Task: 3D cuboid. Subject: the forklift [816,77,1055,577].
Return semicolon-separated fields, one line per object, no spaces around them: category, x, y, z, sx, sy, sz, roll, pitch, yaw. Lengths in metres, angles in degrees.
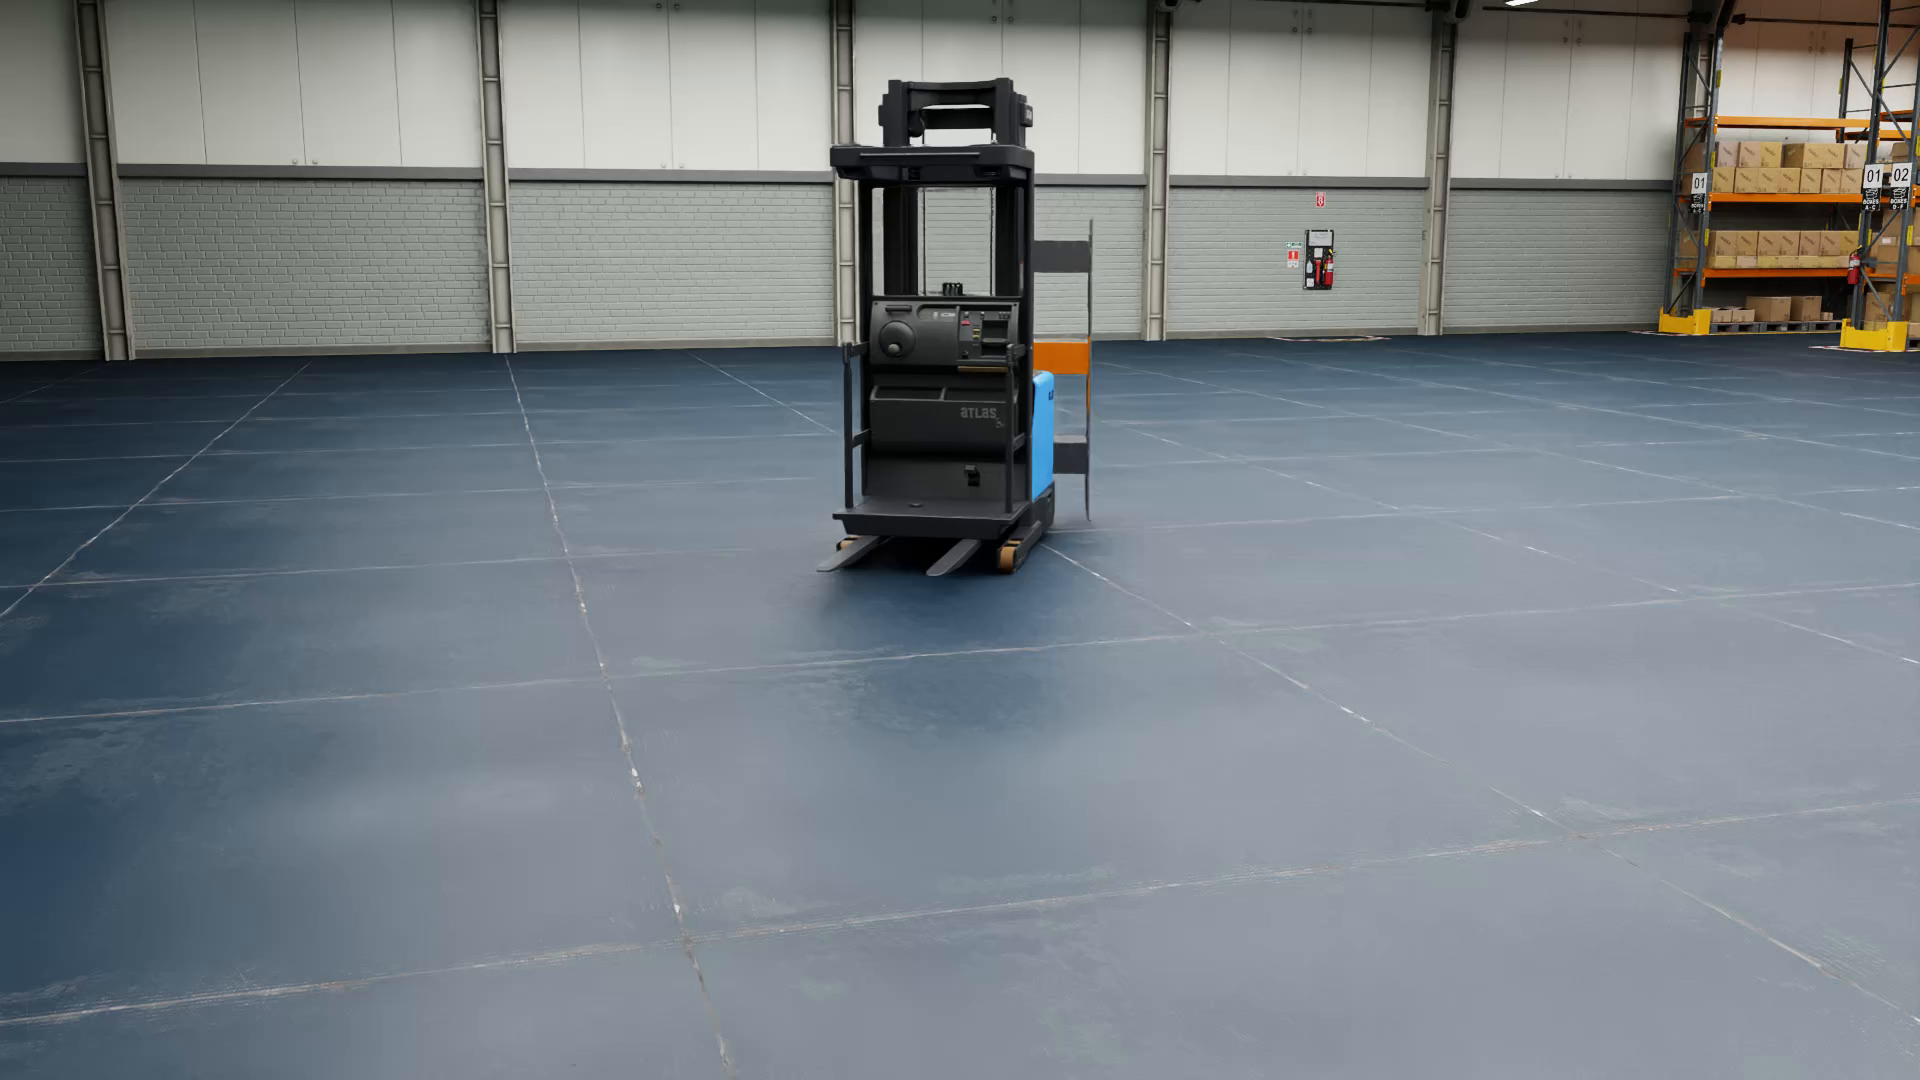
forklift;-0.138;-1.314;10.087;1.130;2.935;3.031;2;11;11

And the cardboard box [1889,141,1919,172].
cardboard box;16.733;-6.697;29.021;0.637;0.503;0.797;-2;11;-12

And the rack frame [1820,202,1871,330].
rack frame;18.632;-5.930;34.975;0.127;3.000;1.000;-3;11;-16

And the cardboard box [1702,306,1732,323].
cardboard box;15.481;-4.641;34.184;0.500;0.311;0.500;-4;11;-22

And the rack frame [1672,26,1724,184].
rack frame;14.792;-8.678;33.333;0.127;3.000;1.000;-3;11;-16

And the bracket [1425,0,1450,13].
bracket;9.162;-10.248;31.917;0.430;0.232;0.235;-3;11;-16

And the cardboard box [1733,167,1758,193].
cardboard box;15.708;-7.257;33.563;0.500;0.500;0.500;-2;11;-12

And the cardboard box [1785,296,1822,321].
cardboard box;17.647;-4.858;34.839;0.500;0.500;0.500;-4;11;-20

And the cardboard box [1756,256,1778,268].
cardboard box;16.334;-5.687;34.012;0.500;0.250;0.500;-3;11;-17

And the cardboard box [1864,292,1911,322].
cardboard box;16.611;-4.169;29.770;0.500;0.500;0.500;-3;11;-16

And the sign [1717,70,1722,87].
sign;14.943;-9.082;32.728;0.005;0.325;0.100;-3;11;-16

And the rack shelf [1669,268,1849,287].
rack shelf;16.712;-5.475;34.491;4.000;0.370;1.077;-3;11;-16

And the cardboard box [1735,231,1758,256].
cardboard box;15.811;-6.028;33.793;0.500;0.500;0.500;-3;11;-16

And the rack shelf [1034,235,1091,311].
rack shelf;0.674;-1.882;11.676;0.480;0.518;0.431;1;10;3

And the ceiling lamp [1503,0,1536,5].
ceiling lamp;9.430;-10.494;27.074;0.800;3.185;2.000;-3;11;-16

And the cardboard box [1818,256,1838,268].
cardboard box;17.781;-5.766;34.441;0.500;0.250;0.500;-3;11;-16

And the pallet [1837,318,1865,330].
pallet;19.379;-4.599;35.443;1.213;0.211;1.003;-3;11;-16

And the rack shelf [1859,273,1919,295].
rack shelf;18.100;-4.614;29.814;4.000;0.370;1.077;-3;11;-16

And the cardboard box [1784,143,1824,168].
cardboard box;17.205;-7.826;33.894;0.500;0.500;0.500;-3;11;-18

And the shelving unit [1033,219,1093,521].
shelving unit;0.674;-1.206;11.800;0.503;2.100;0.431;1;10;3

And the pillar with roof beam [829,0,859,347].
pillar with roof beam;-0.857;-7.205;25.329;0.548;9.000;9.100;-3;11;-16

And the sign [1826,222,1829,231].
sign;18.474;-6.596;35.393;0.005;0.325;0.100;-3;11;-16

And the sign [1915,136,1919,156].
sign;16.329;-6.714;28.315;0.005;0.325;0.100;-3;11;-16

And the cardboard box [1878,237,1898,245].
cardboard box;16.493;-5.288;29.416;0.250;0.149;0.380;-3;11;-17

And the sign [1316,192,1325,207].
sign;7.042;-6.649;32.474;0.199;0.298;0.001;-3;11;-16

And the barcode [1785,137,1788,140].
barcode;17.177;-8.344;34.556;0.075;0.075;0.001;-3;11;-16

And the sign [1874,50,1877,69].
sign;16.042;-8.411;29.080;0.005;0.325;0.100;-3;11;-16

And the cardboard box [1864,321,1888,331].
cardboard box;16.612;-3.800;29.836;0.500;0.250;0.500;-3;11;-16

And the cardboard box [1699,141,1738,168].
cardboard box;15.229;-7.731;33.379;0.500;0.500;0.500;-4;11;-20

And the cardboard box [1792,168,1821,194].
cardboard box;17.206;-7.338;34.005;0.500;0.500;0.500;-3;11;-18

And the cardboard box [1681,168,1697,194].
cardboard box;15.121;-7.327;33.947;0.500;0.500;0.500;-2;11;-12

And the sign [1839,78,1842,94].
sign;18.471;-9.514;34.856;0.005;0.325;0.100;-3;11;-16

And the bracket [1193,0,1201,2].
bracket;4.198;-9.986;30.496;0.430;0.232;0.235;-3;11;-16

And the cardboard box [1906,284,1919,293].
cardboard box;20.255;-5.376;35.583;0.500;0.250;0.500;-3;11;-18

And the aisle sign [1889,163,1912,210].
aisle sign;16.202;-6.089;28.656;0.004;0.787;0.394;-3;11;-16

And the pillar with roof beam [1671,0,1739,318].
pillar with roof beam;16.425;-8.116;30.277;0.548;9.000;9.100;-3;11;-16

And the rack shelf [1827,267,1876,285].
rack shelf;20.552;-5.678;35.590;4.000;0.370;1.077;-3;11;-16

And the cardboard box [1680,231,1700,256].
cardboard box;15.185;-6.094;34.150;0.500;0.500;0.500;-3;11;-17

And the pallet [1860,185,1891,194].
pallet;19.255;-7.326;34.790;1.003;0.211;1.213;-3;11;-16

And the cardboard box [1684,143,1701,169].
cardboard box;15.132;-7.821;33.868;0.500;0.500;0.500;-3;11;-13

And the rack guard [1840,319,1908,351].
rack guard;16.157;-3.636;29.419;0.348;0.500;1.175;-3;11;-16

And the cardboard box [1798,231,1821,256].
cardboard box;17.300;-6.108;34.226;0.500;0.500;0.500;-3;11;-18

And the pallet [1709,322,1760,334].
pallet;15.654;-4.395;34.339;1.213;0.211;1.003;-3;11;-16

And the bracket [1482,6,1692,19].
bracket;12.433;-10.420;32.854;4.783;0.066;0.076;-3;11;-16
